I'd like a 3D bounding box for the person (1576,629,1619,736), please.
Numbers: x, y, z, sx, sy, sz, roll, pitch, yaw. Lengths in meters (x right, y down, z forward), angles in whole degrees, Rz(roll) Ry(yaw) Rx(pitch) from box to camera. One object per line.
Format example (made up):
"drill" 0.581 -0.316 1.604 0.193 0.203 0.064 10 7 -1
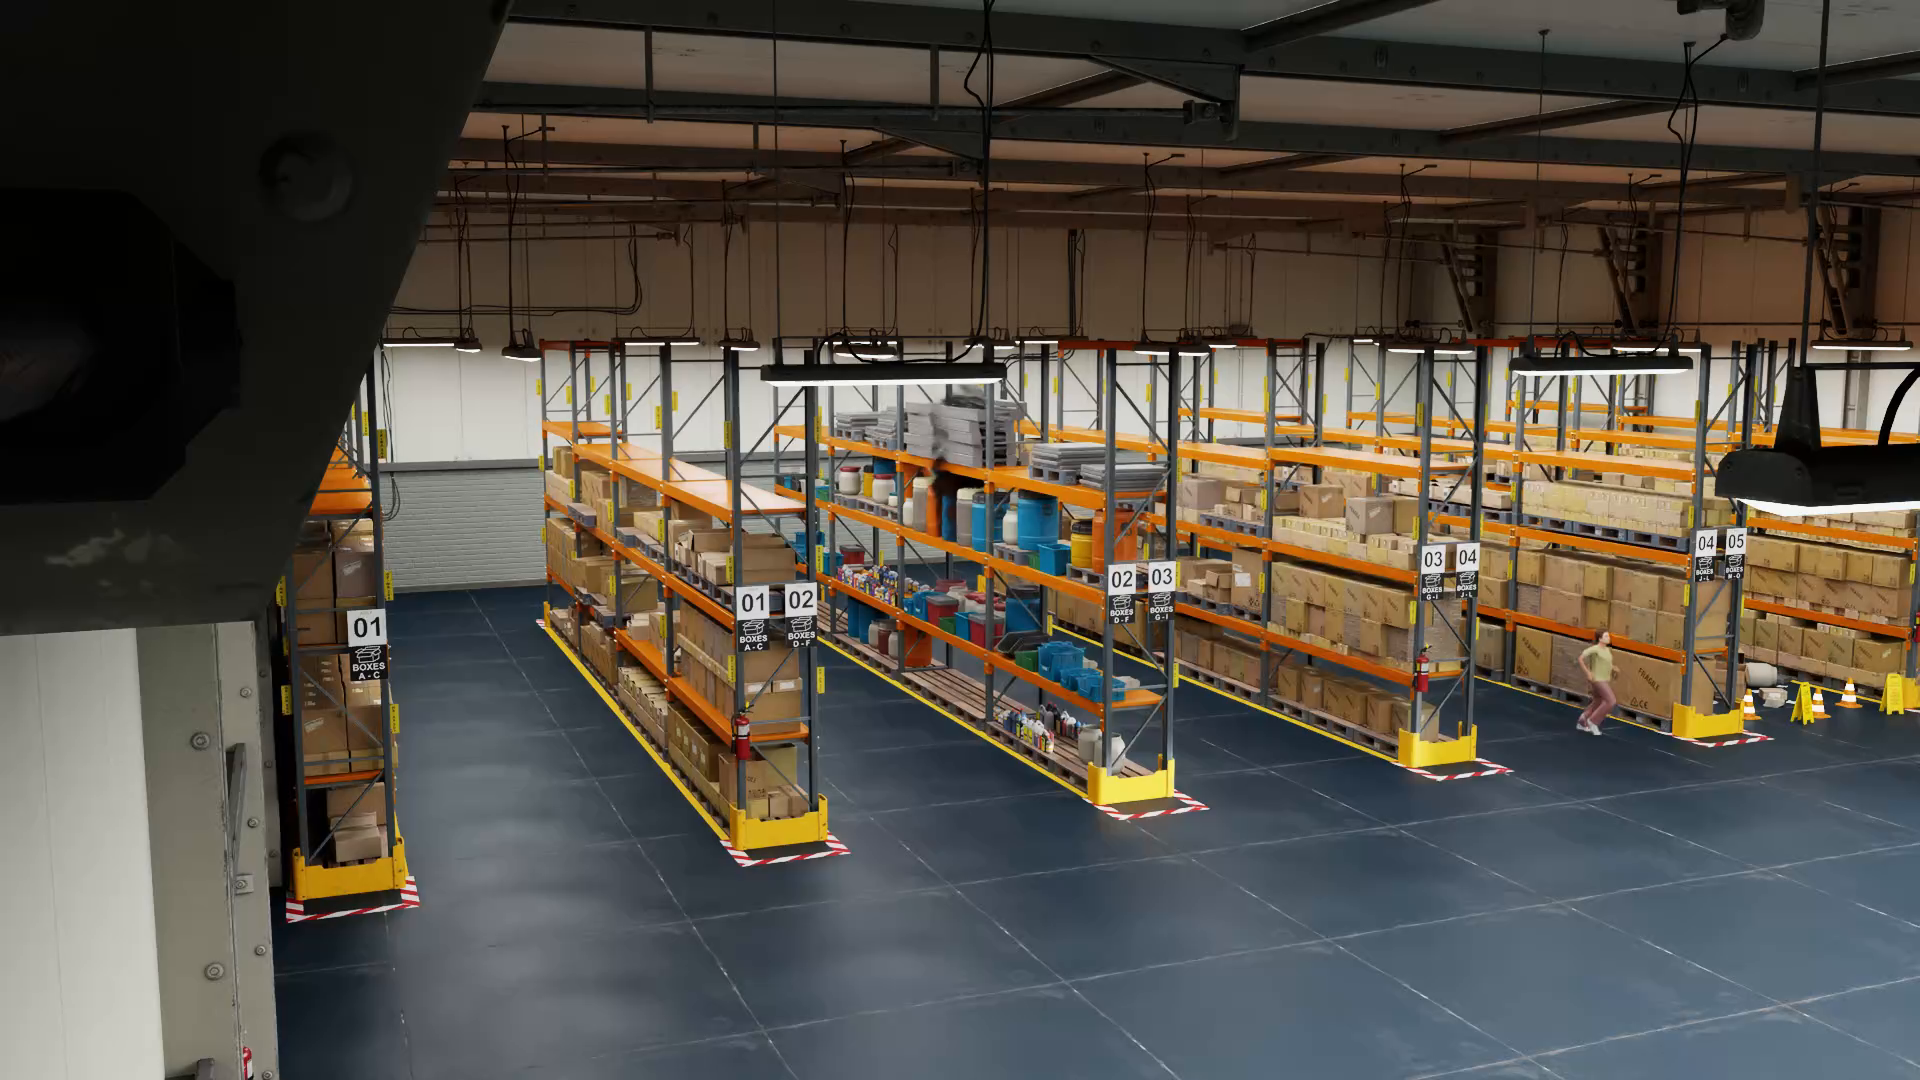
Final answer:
"person" 9.860 2.183 25.632 0.550 1.648 0.631 -7 10 -43

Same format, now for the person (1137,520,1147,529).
"person" 4.226 0.402 39.098 0.711 1.793 0.636 1 8 8
